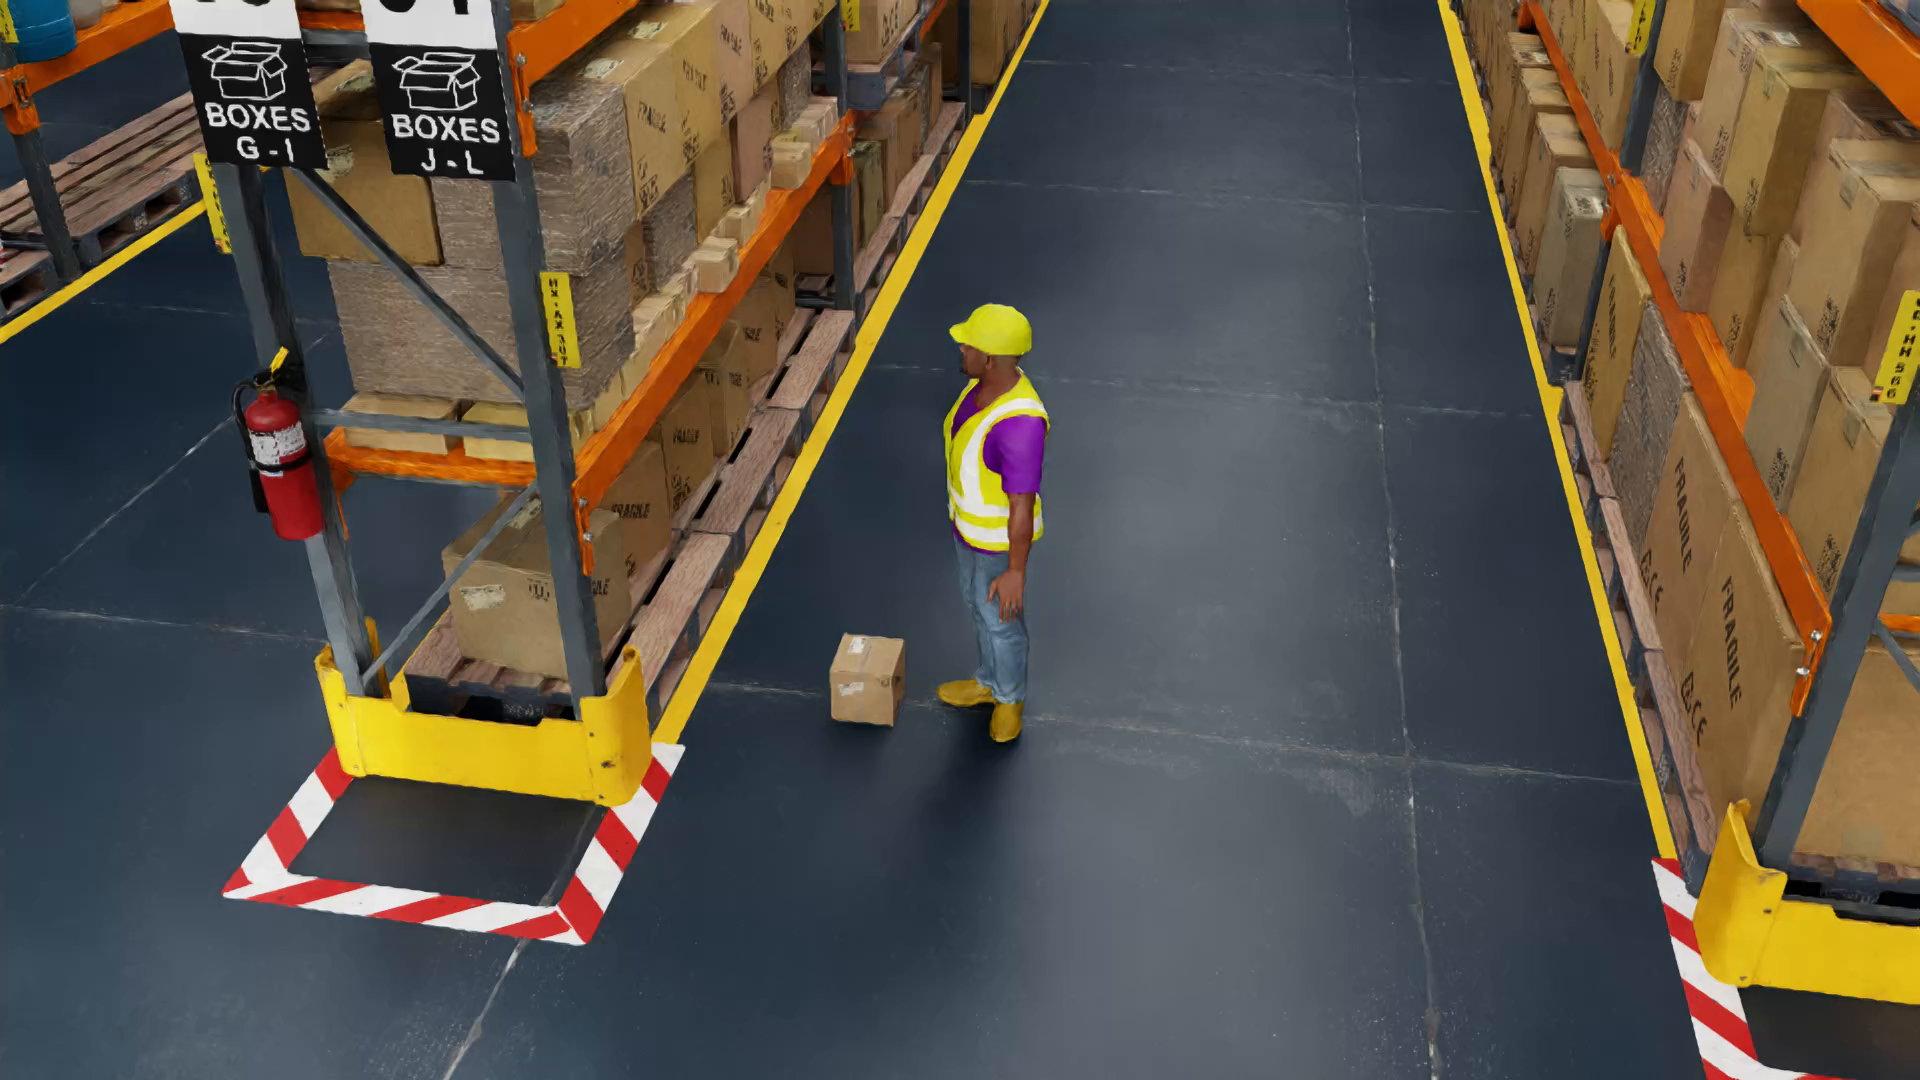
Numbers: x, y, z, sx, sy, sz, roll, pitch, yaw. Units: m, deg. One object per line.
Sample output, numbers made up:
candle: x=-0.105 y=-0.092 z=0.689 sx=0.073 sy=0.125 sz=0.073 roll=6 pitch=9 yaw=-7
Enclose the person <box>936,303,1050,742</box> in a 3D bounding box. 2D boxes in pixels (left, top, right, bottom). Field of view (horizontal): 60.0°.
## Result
person: x=0.131 y=-0.032 z=6.131 sx=0.341 sy=1.770 sz=0.714 roll=-10 pitch=34 yaw=-15
